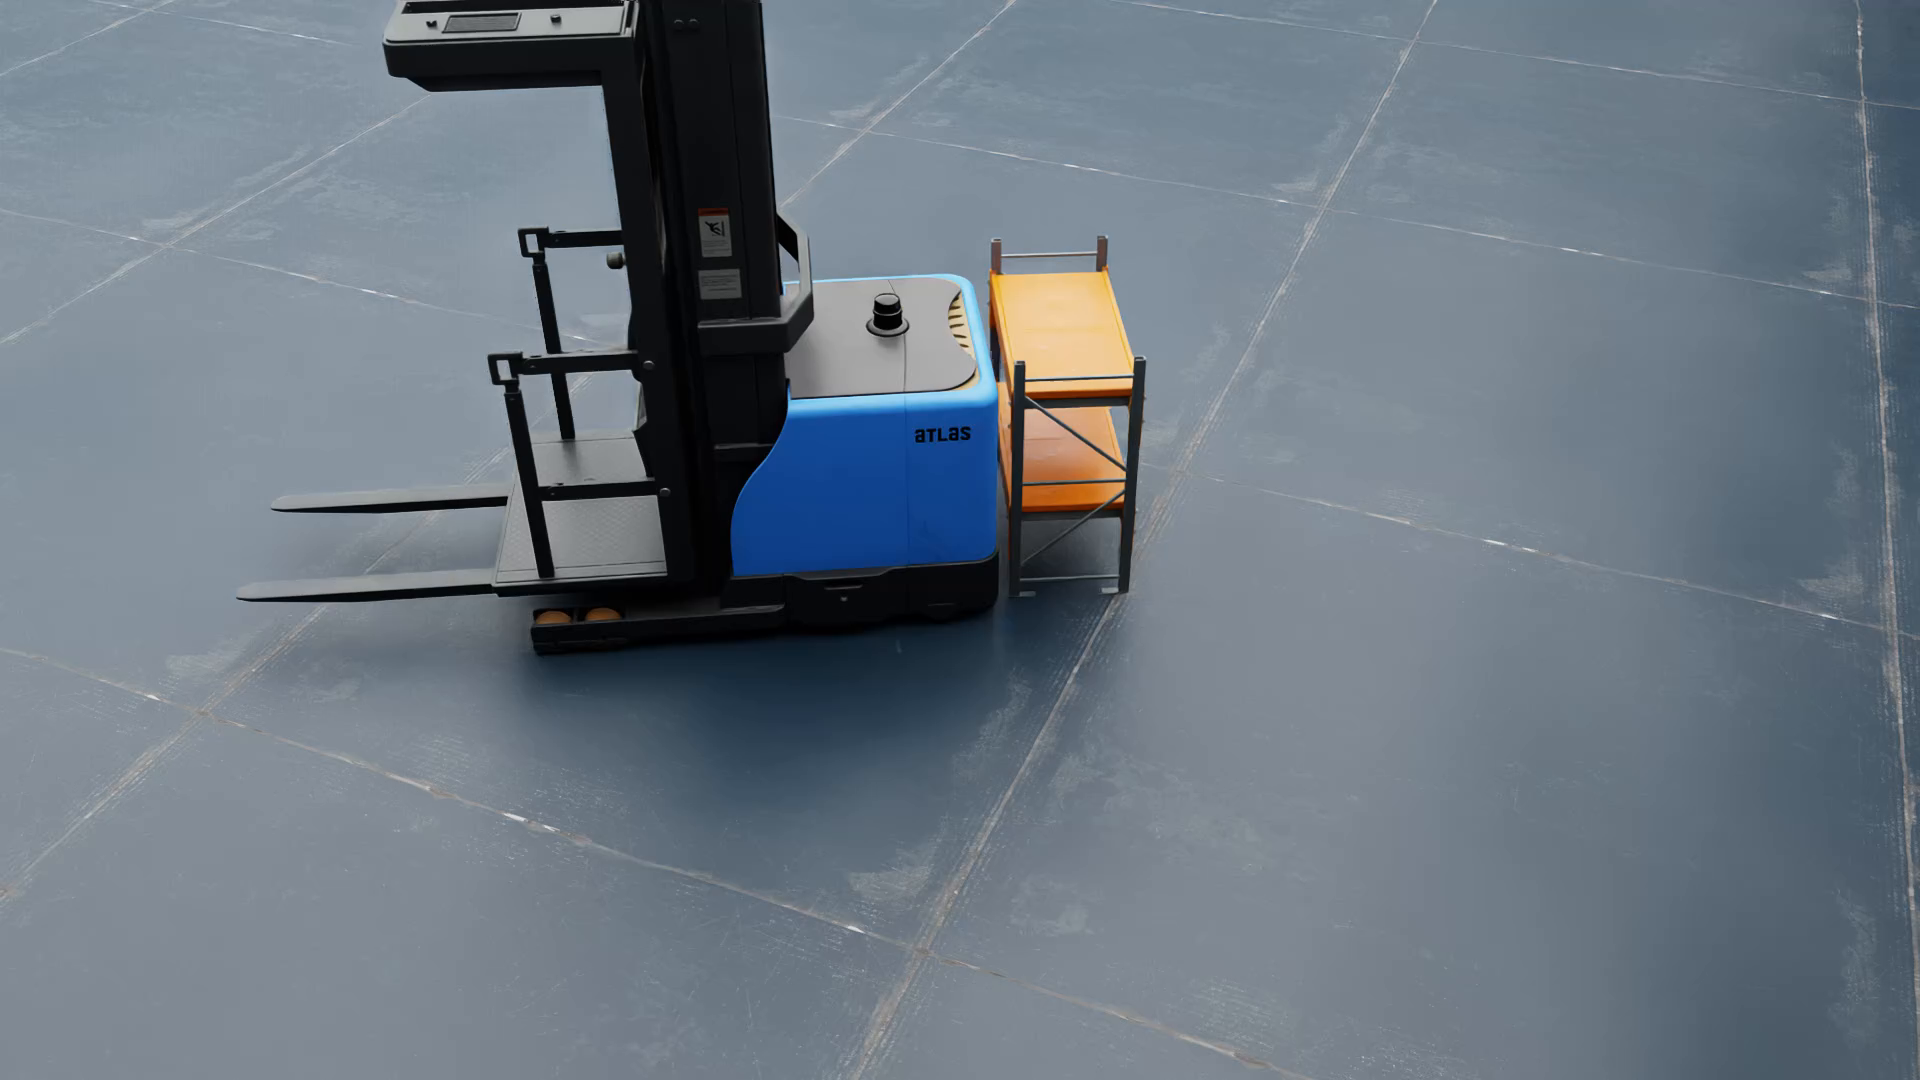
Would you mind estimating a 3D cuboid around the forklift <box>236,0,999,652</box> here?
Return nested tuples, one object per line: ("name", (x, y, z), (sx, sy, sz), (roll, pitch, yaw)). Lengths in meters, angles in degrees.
("forklift", (-1.393, -1.059, 6.219), (3.031, 2.935, 1.130), (-4, 37, -5))

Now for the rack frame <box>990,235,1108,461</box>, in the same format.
("rack frame", (0.383, -0.836, 7.428), (0.500, 1.125, 0.032), (-2, 37, -3))

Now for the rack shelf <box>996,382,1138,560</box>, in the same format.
("rack shelf", (0.418, -0.336, 7.169), (0.538, 0.278, 1.000), (-2, 37, -3))

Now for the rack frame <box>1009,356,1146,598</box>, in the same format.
("rack frame", (0.454, -0.228, 6.616), (0.500, 1.125, 0.032), (-2, 37, -3))

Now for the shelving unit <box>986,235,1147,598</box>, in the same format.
("shelving unit", (0.418, -0.532, 7.022), (0.538, 1.125, 1.048), (-2, 37, -3))

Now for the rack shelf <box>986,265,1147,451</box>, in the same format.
("rack shelf", (0.418, -0.766, 6.847), (0.538, 0.278, 1.000), (-2, 37, -3))
